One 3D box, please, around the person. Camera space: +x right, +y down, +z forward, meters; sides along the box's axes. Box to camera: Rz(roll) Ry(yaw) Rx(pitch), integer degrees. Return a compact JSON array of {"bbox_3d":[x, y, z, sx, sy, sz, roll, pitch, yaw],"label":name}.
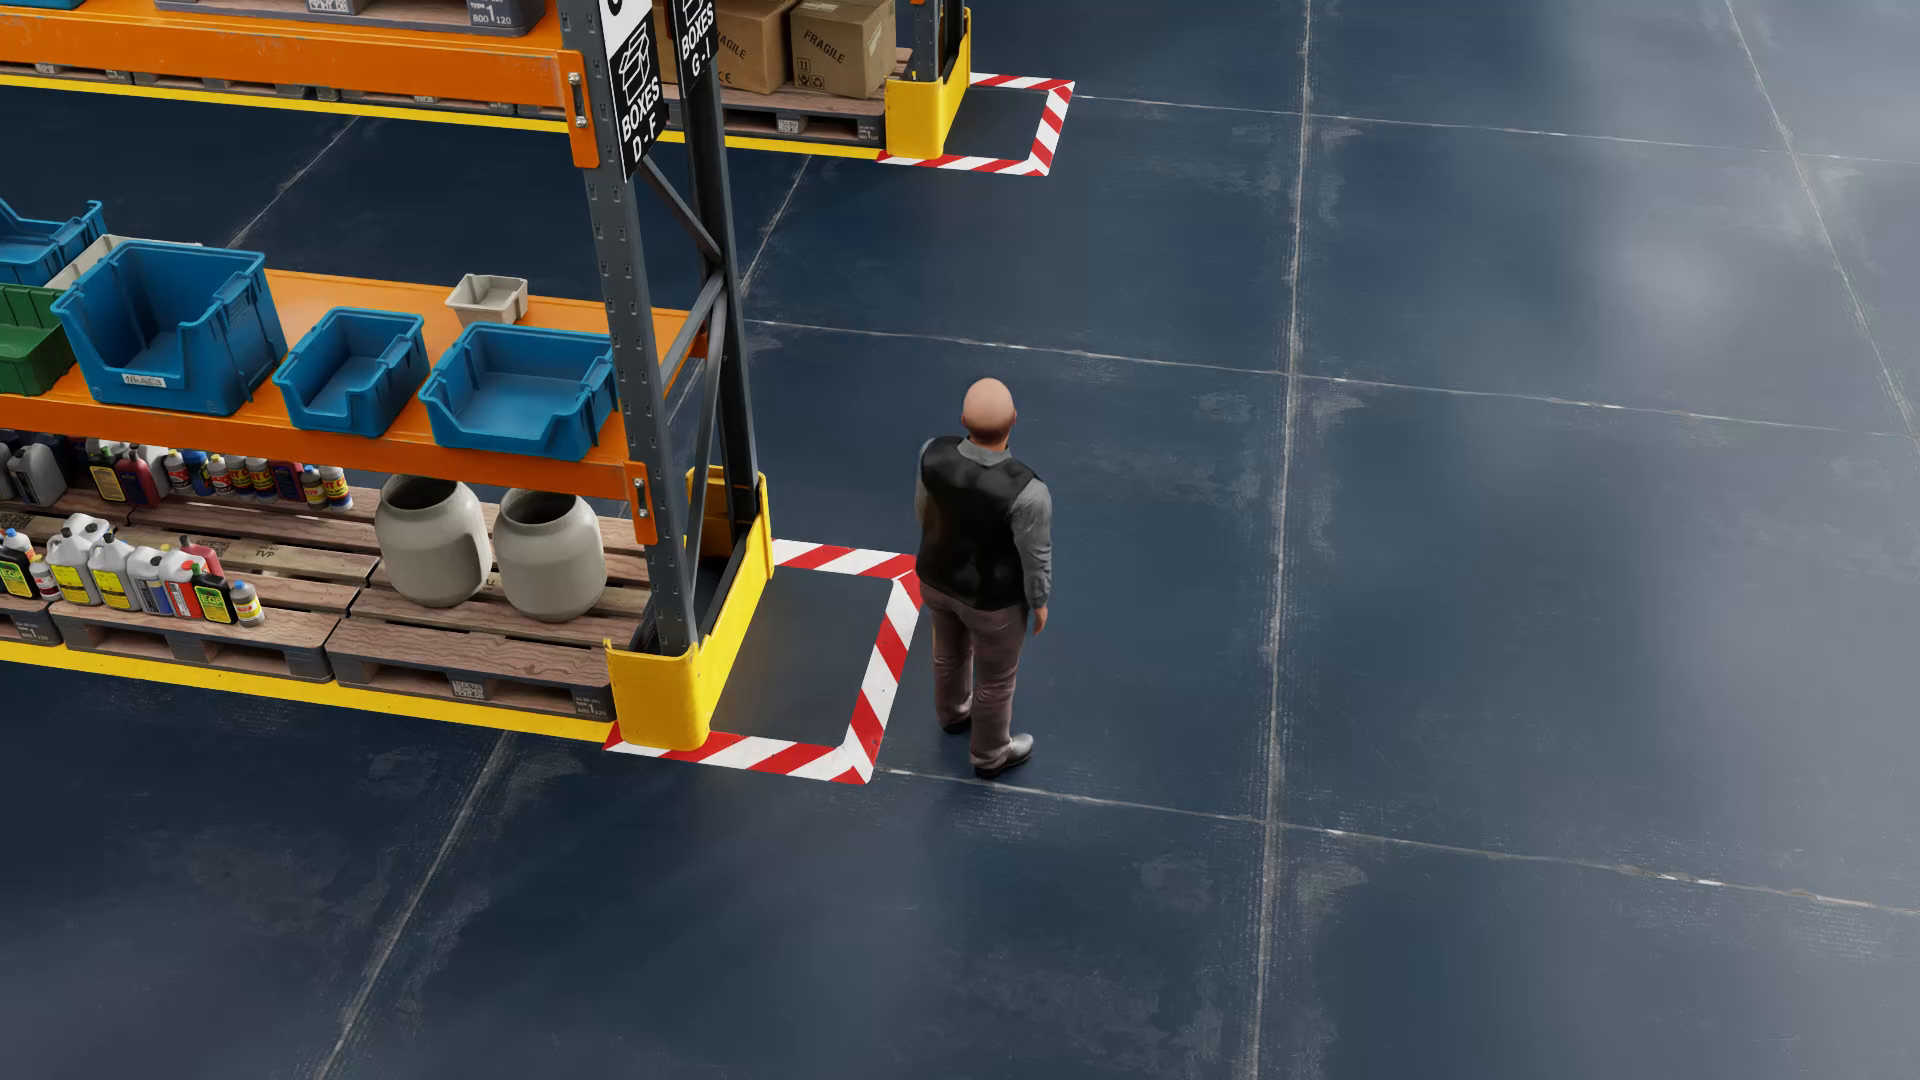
[{"bbox_3d":[0.093,0.154,5.978,0.557,1.748,0.428,25,46,26],"label":"person"}]
